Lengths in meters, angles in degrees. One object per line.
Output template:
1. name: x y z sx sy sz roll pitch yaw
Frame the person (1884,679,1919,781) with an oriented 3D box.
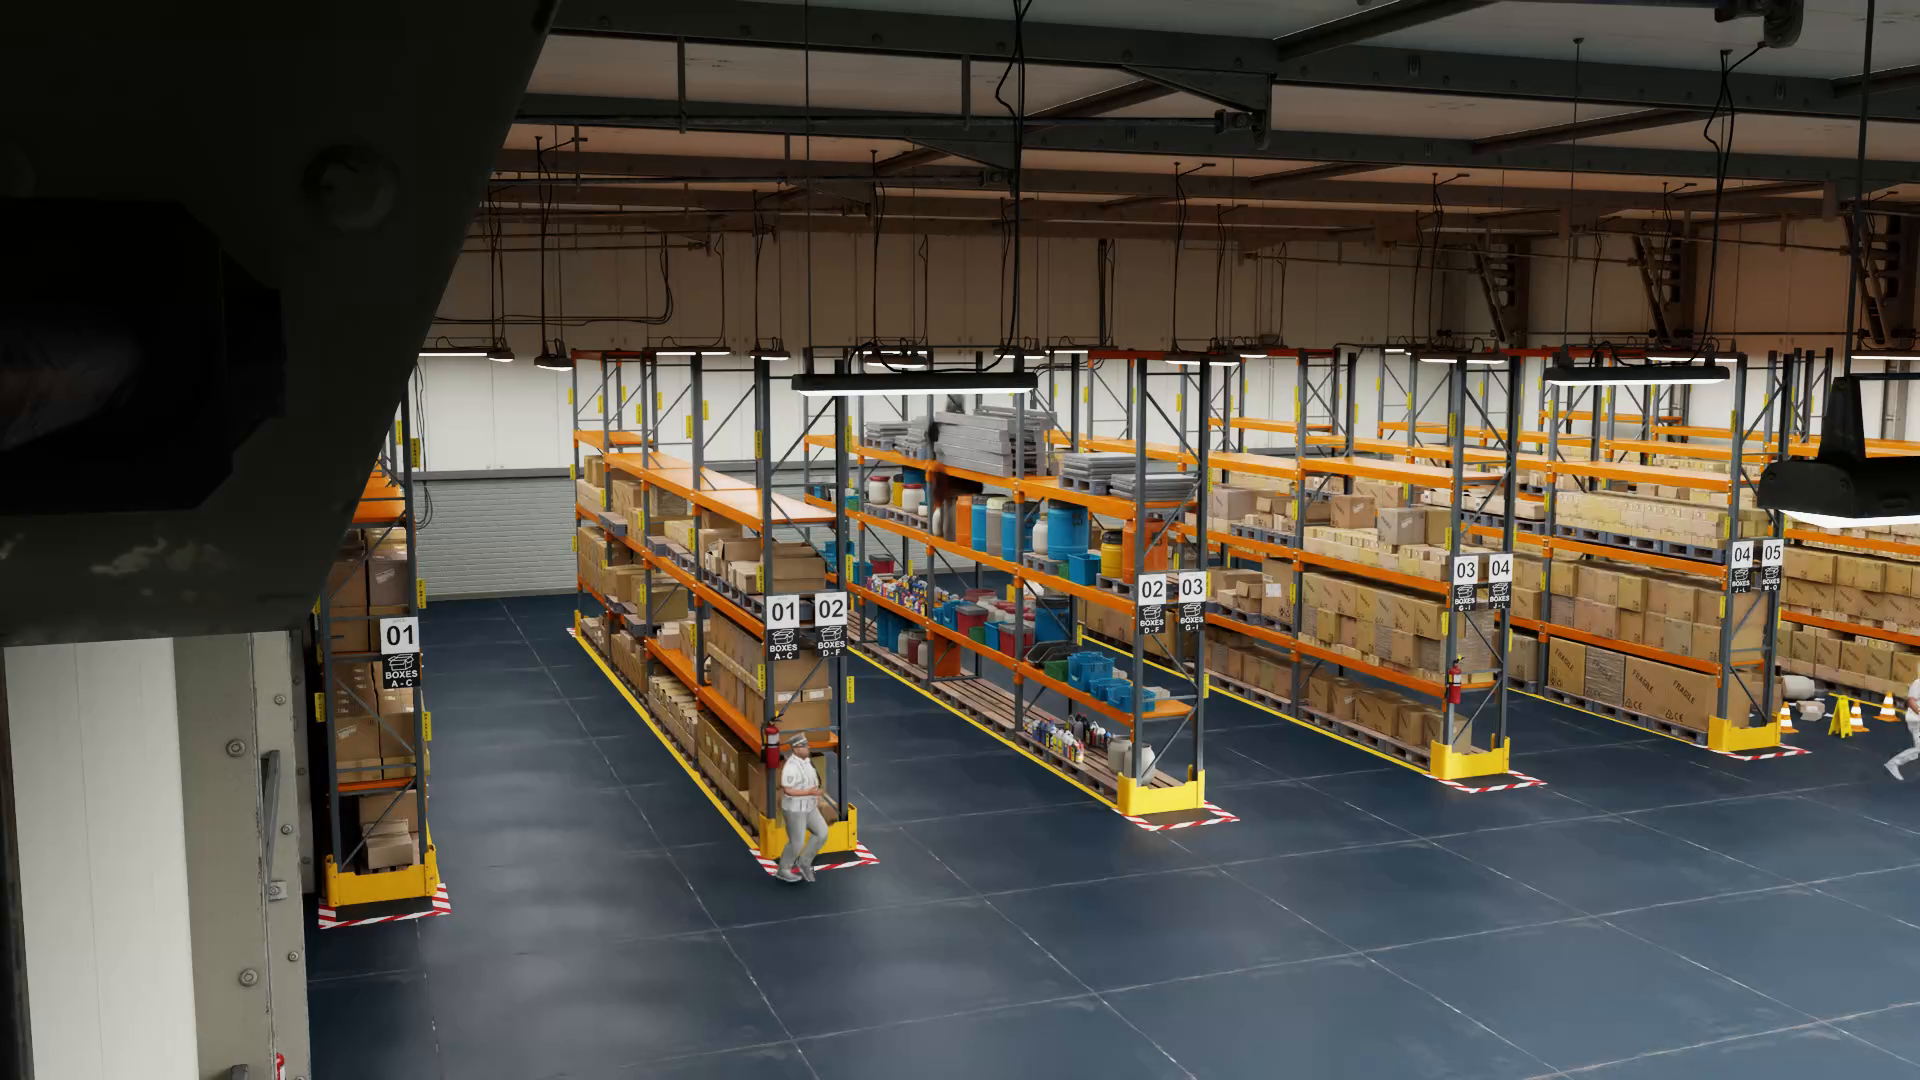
1. person: 13.537 2.579 23.463 0.706 1.774 0.892 5 9 37

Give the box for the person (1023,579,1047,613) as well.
1. person: 1.400 1.355 31.908 0.574 1.726 0.782 -4 8 -27

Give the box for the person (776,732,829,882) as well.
1. person: -1.797 3.102 19.111 0.669 1.831 0.642 3 8 21
